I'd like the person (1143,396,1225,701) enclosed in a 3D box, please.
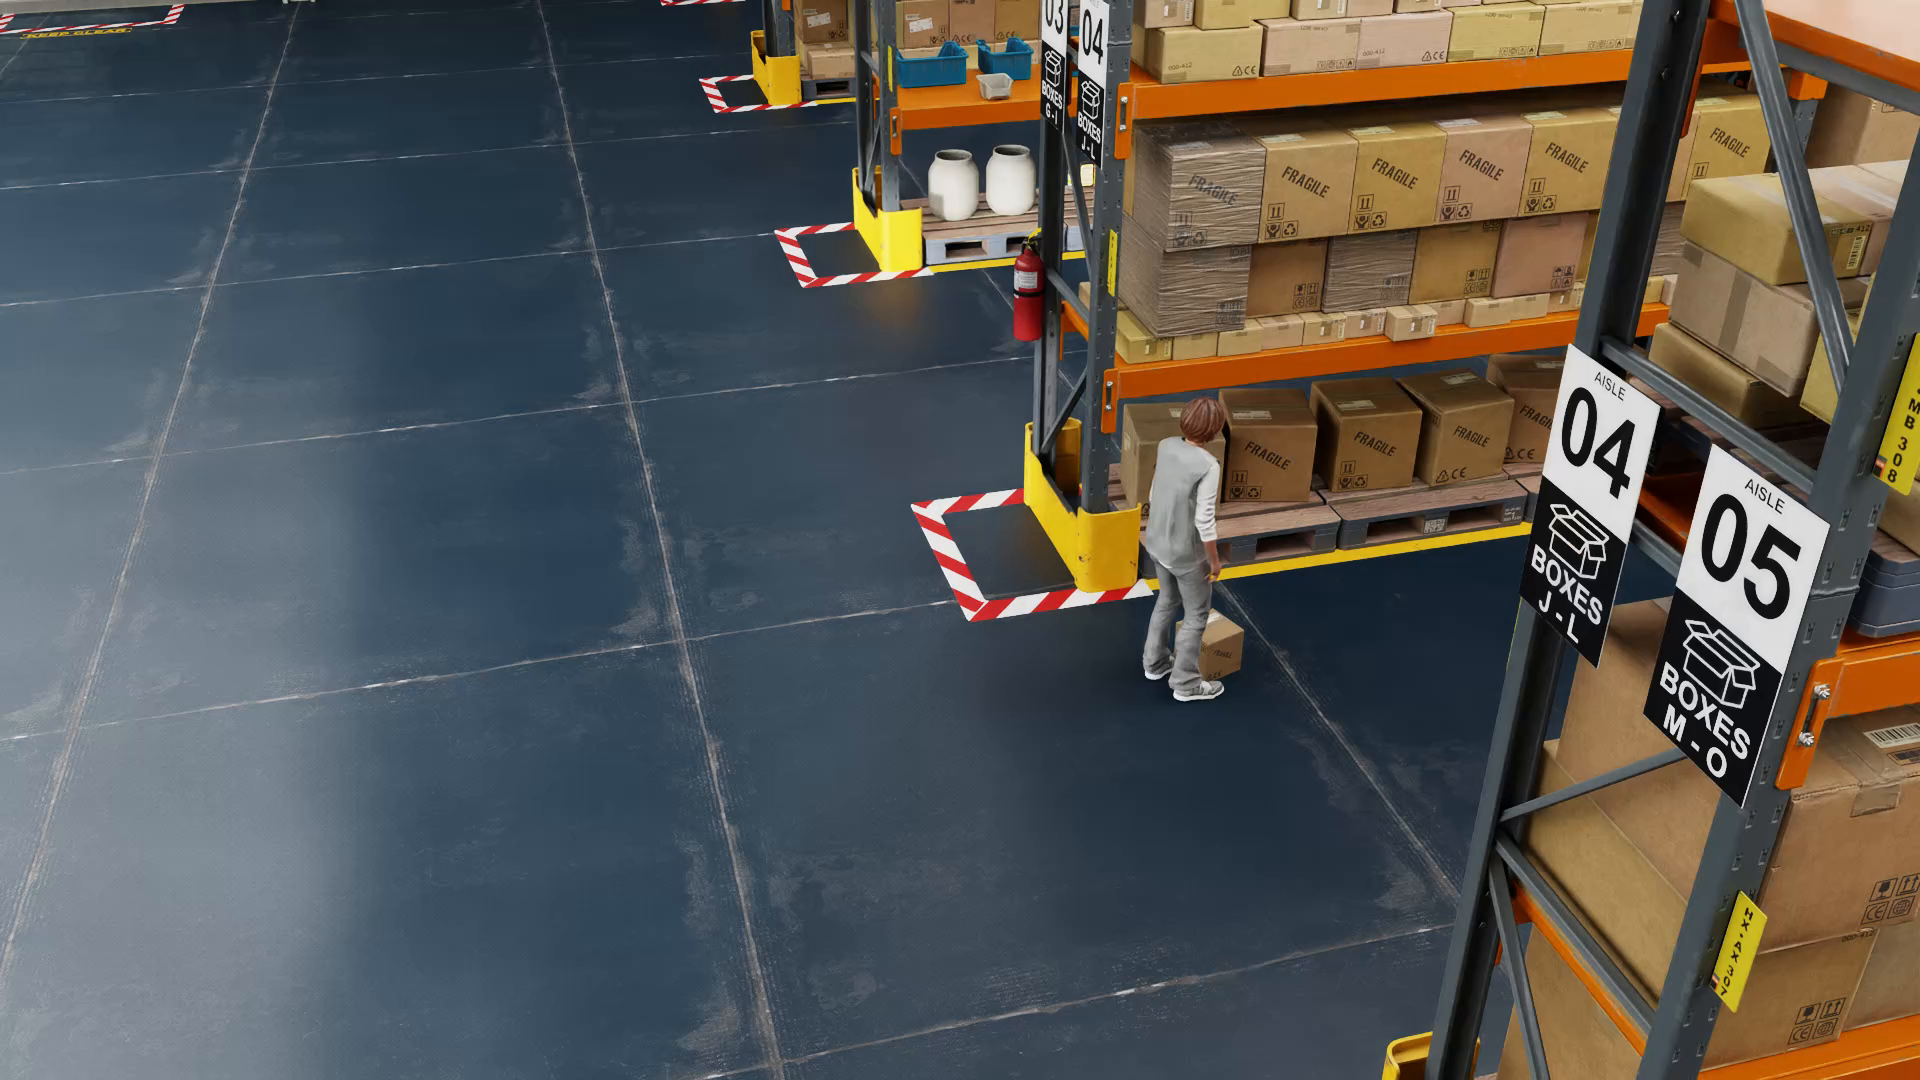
[{"bbox_3d":[1.099,0.045,8.163,0.346,1.592,0.465,-17,35,-27],"label":"person"}]
